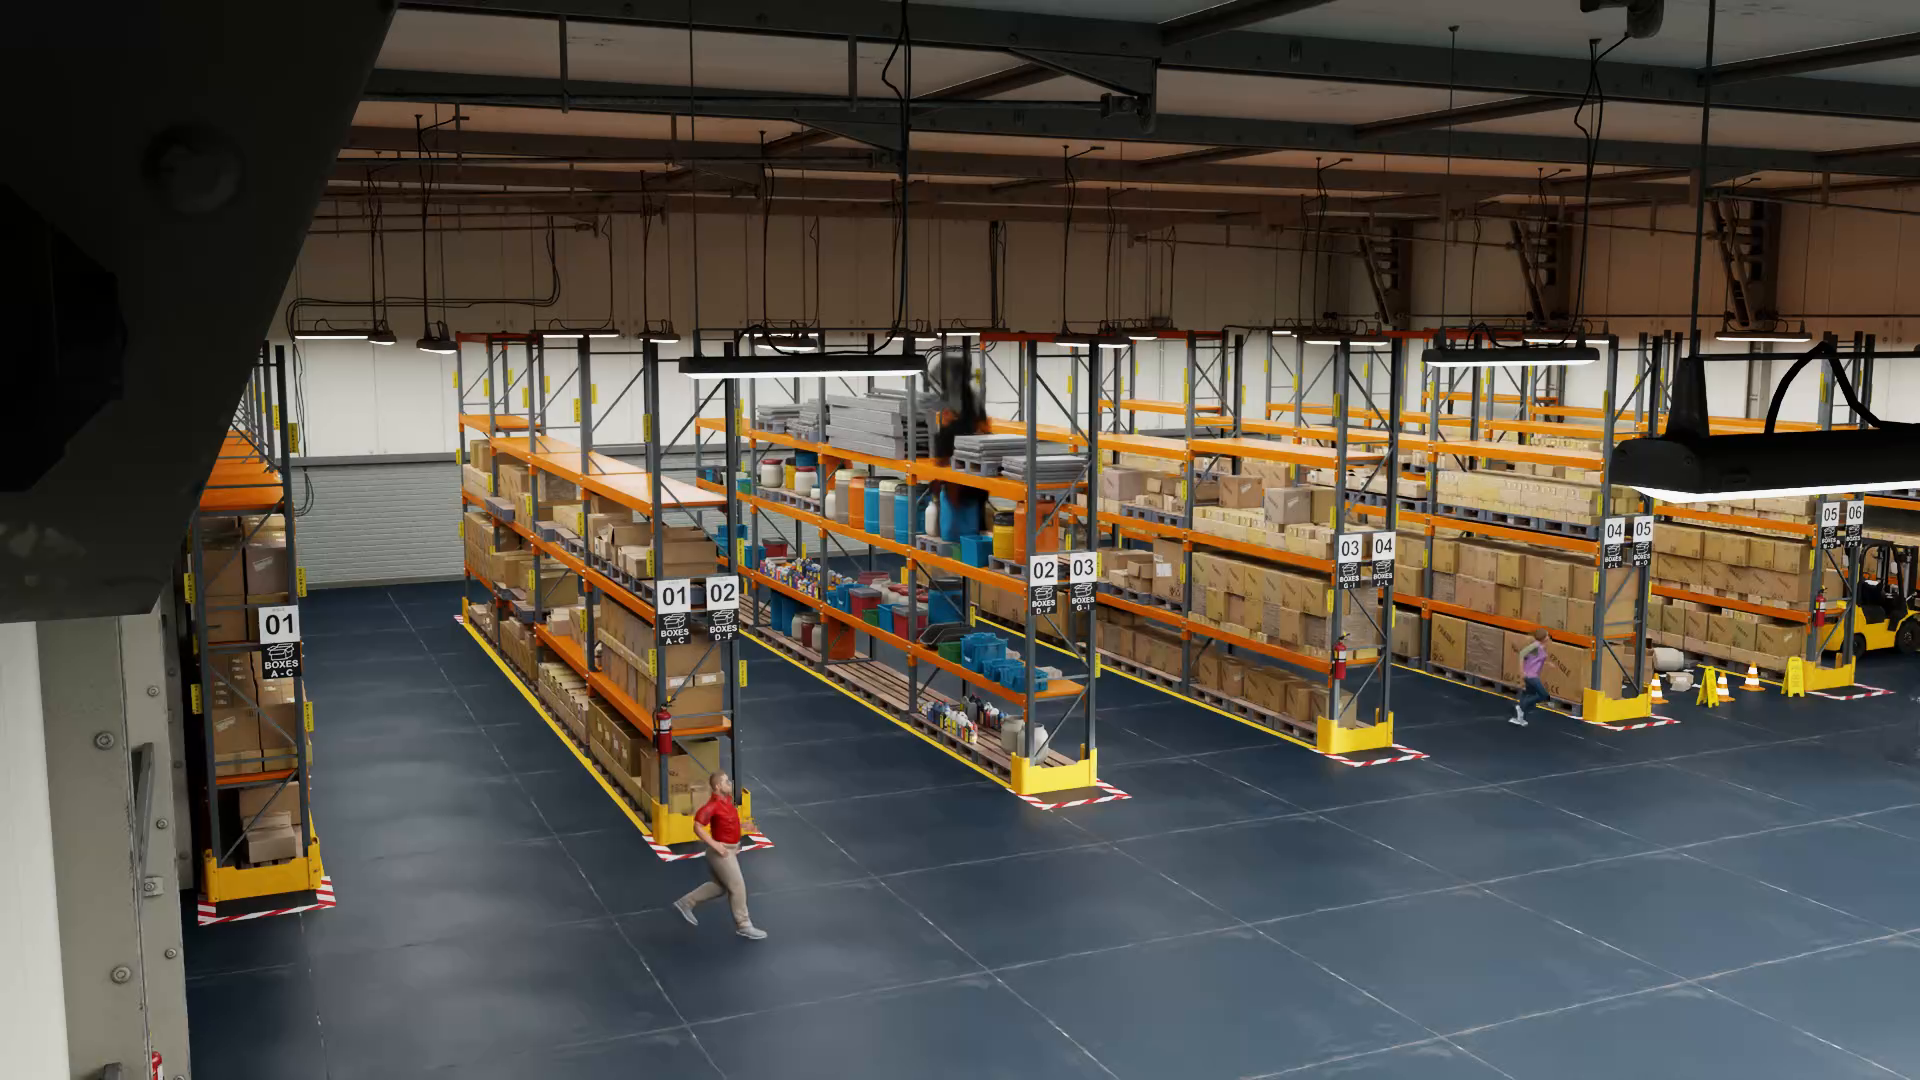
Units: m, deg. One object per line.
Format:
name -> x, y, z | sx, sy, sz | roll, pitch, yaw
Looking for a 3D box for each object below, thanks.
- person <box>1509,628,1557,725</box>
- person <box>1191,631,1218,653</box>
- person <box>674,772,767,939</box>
person -> 8.845, 2.109, 25.647 | 0.659, 1.540, 0.503 | 4, 9, 25
person -> 4.667, 1.291, 31.483 | 0.627, 1.698, 0.761 | -5, 9, -32
person -> -2.456, 3.214, 16.946 | 0.956, 1.738, 0.664 | 0, 8, -3
